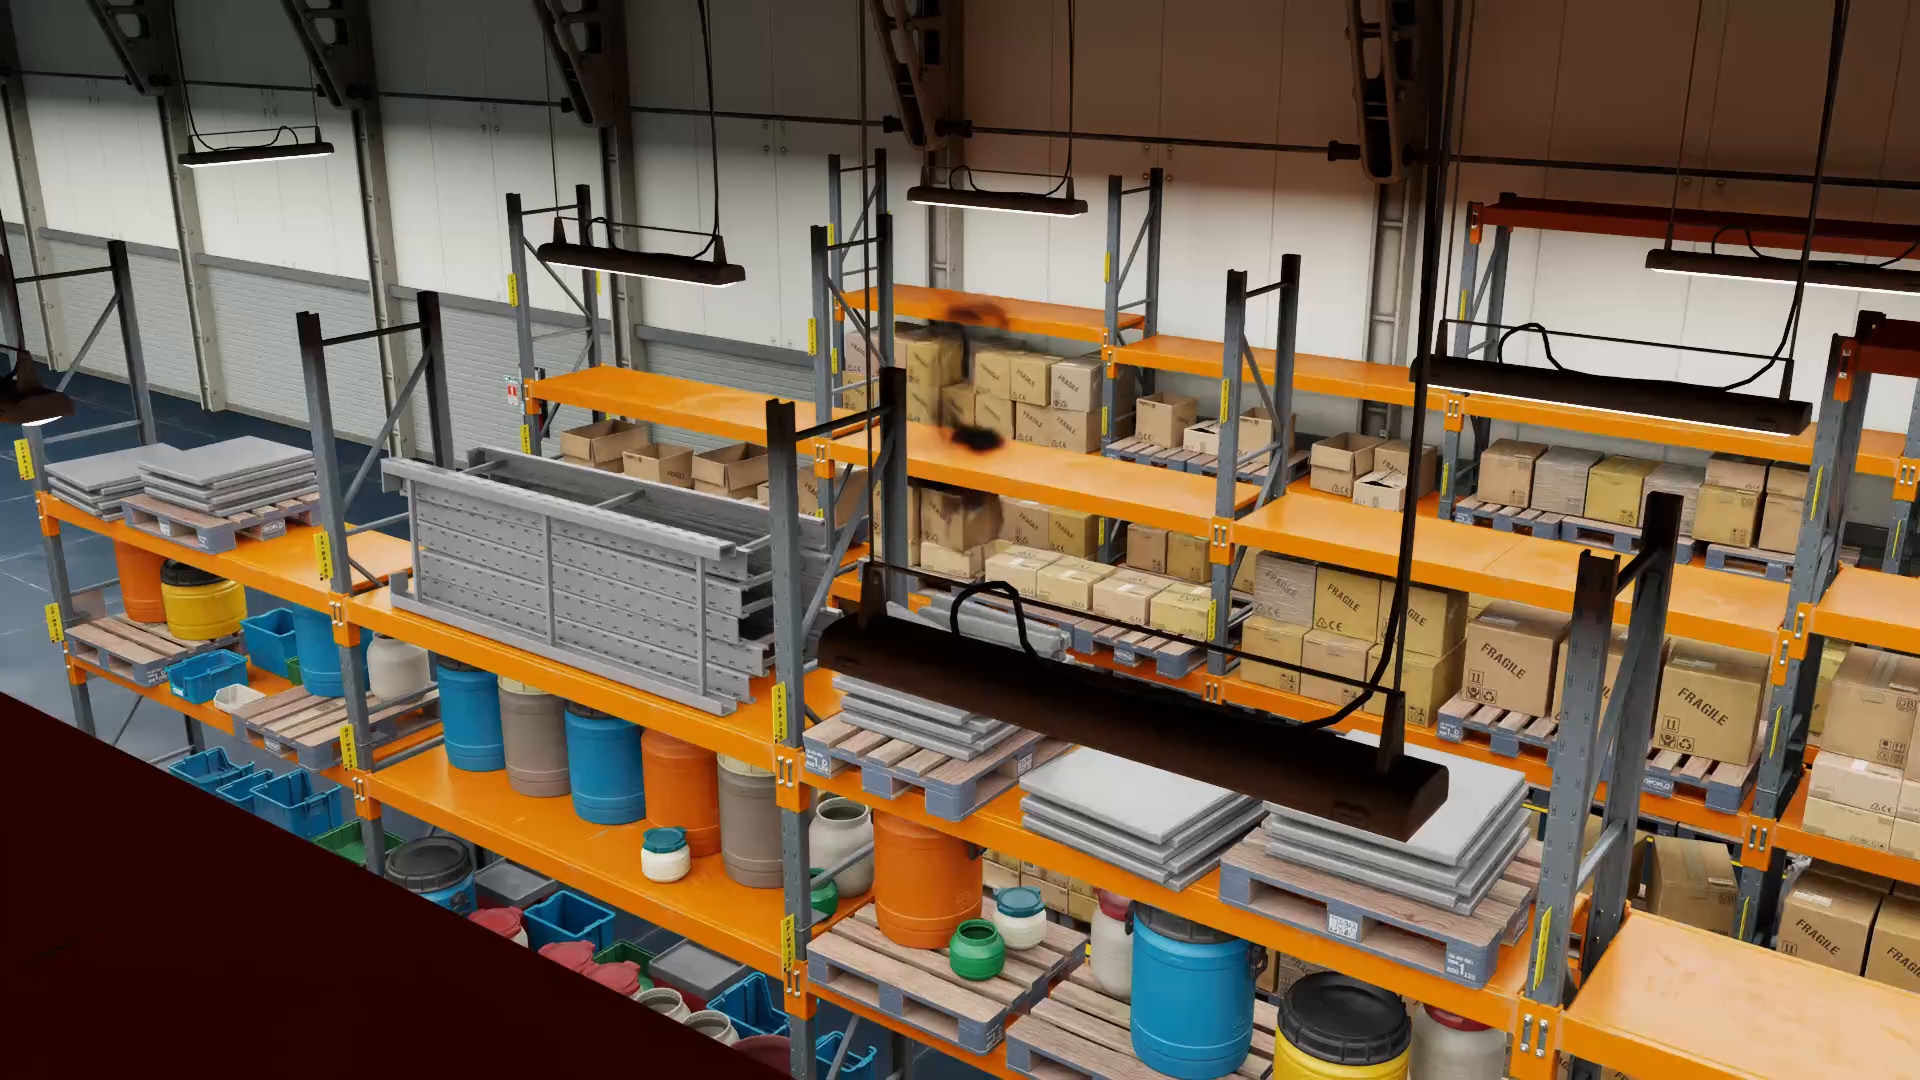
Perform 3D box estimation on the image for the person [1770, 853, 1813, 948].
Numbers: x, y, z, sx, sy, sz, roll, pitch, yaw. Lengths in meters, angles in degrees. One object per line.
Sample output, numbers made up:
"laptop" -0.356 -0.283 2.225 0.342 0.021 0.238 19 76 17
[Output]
"person" 7.289 2.780 14.190 0.669 1.654 0.625 9 21 26
